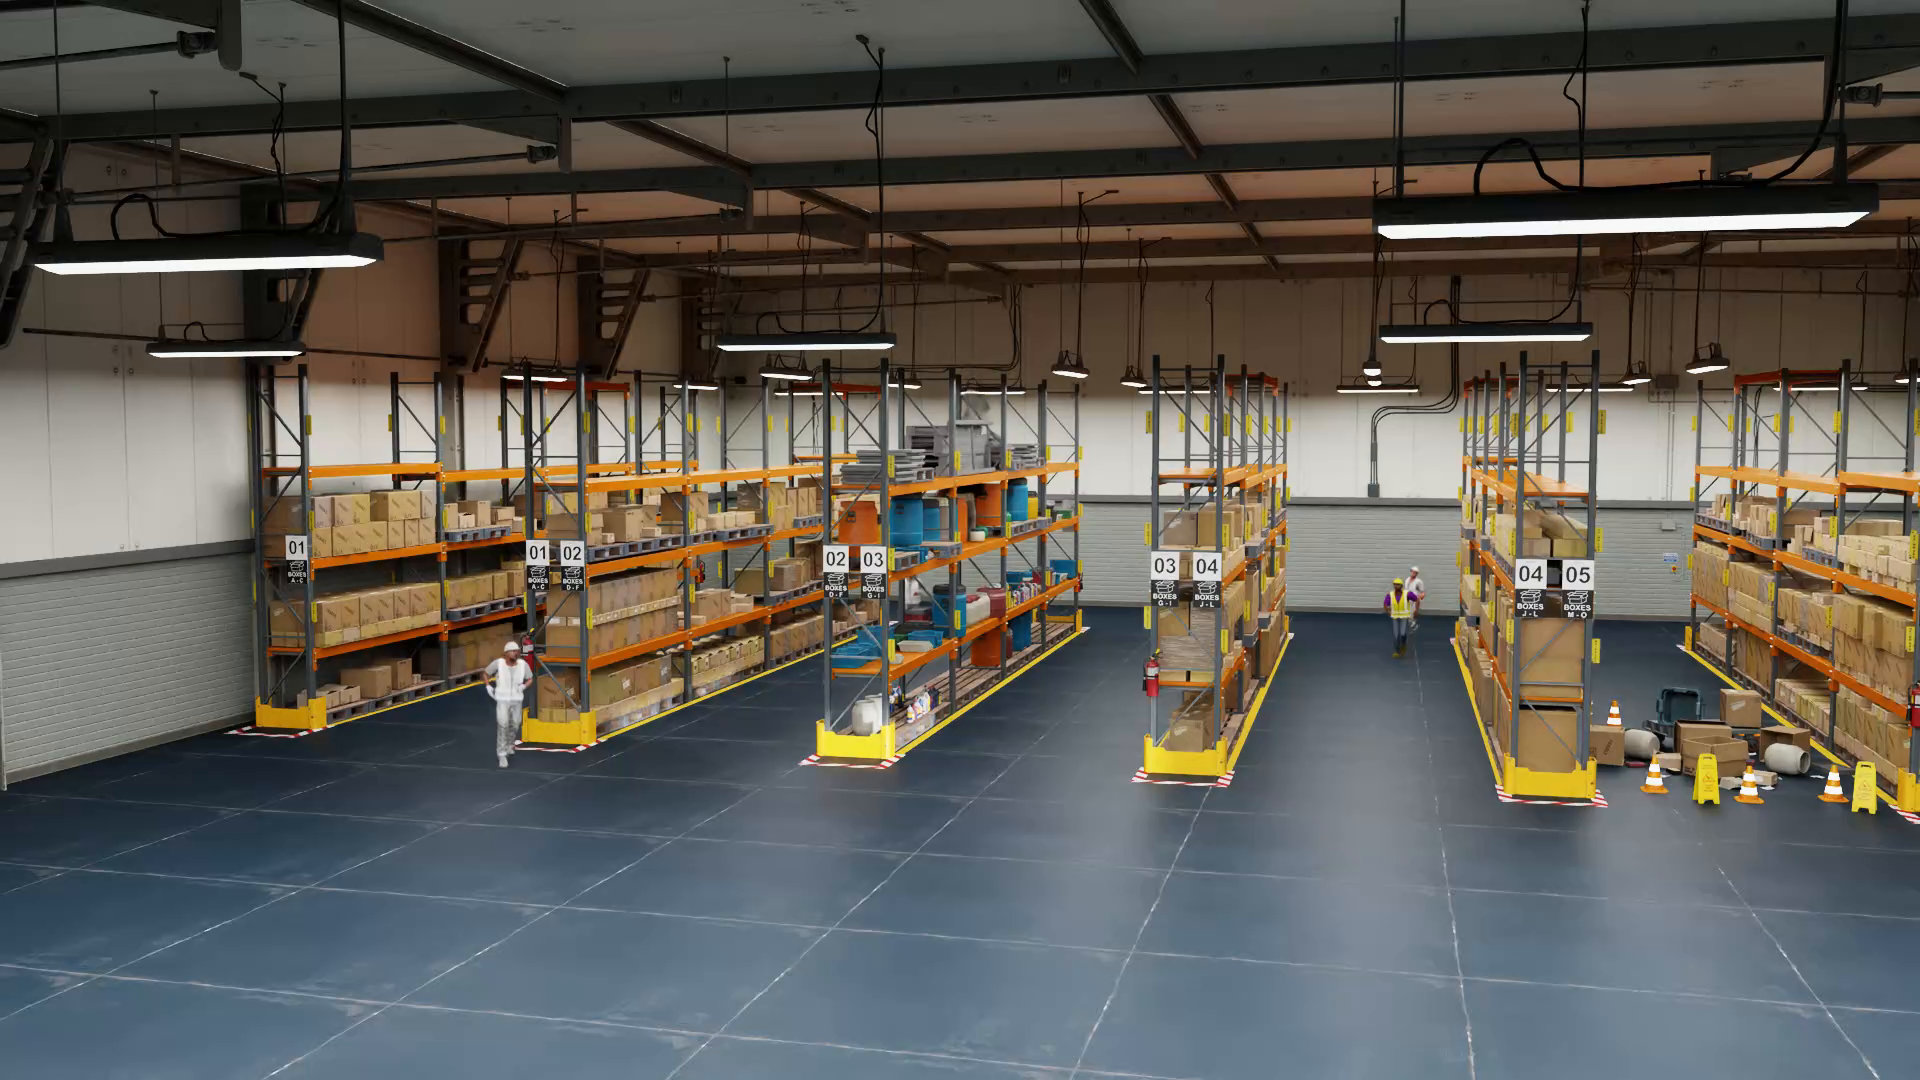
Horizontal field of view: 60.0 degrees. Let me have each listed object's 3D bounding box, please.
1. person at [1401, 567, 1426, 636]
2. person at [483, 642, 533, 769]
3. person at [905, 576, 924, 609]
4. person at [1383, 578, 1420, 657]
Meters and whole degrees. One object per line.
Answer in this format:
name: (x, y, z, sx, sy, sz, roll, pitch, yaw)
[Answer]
person: (10.496, 1.479, 38.608, 0.662, 1.747, 0.711, -3, 5, -39)
person: (-6.674, 2.411, 24.707, 0.679, 1.810, 0.913, -2, 5, -31)
person: (-1.126, 1.479, 38.591, 0.587, 1.812, 0.870, 0, 4, 0)
person: (9.422, 1.679, 35.592, 0.726, 1.715, 0.743, 2, 4, 26)
